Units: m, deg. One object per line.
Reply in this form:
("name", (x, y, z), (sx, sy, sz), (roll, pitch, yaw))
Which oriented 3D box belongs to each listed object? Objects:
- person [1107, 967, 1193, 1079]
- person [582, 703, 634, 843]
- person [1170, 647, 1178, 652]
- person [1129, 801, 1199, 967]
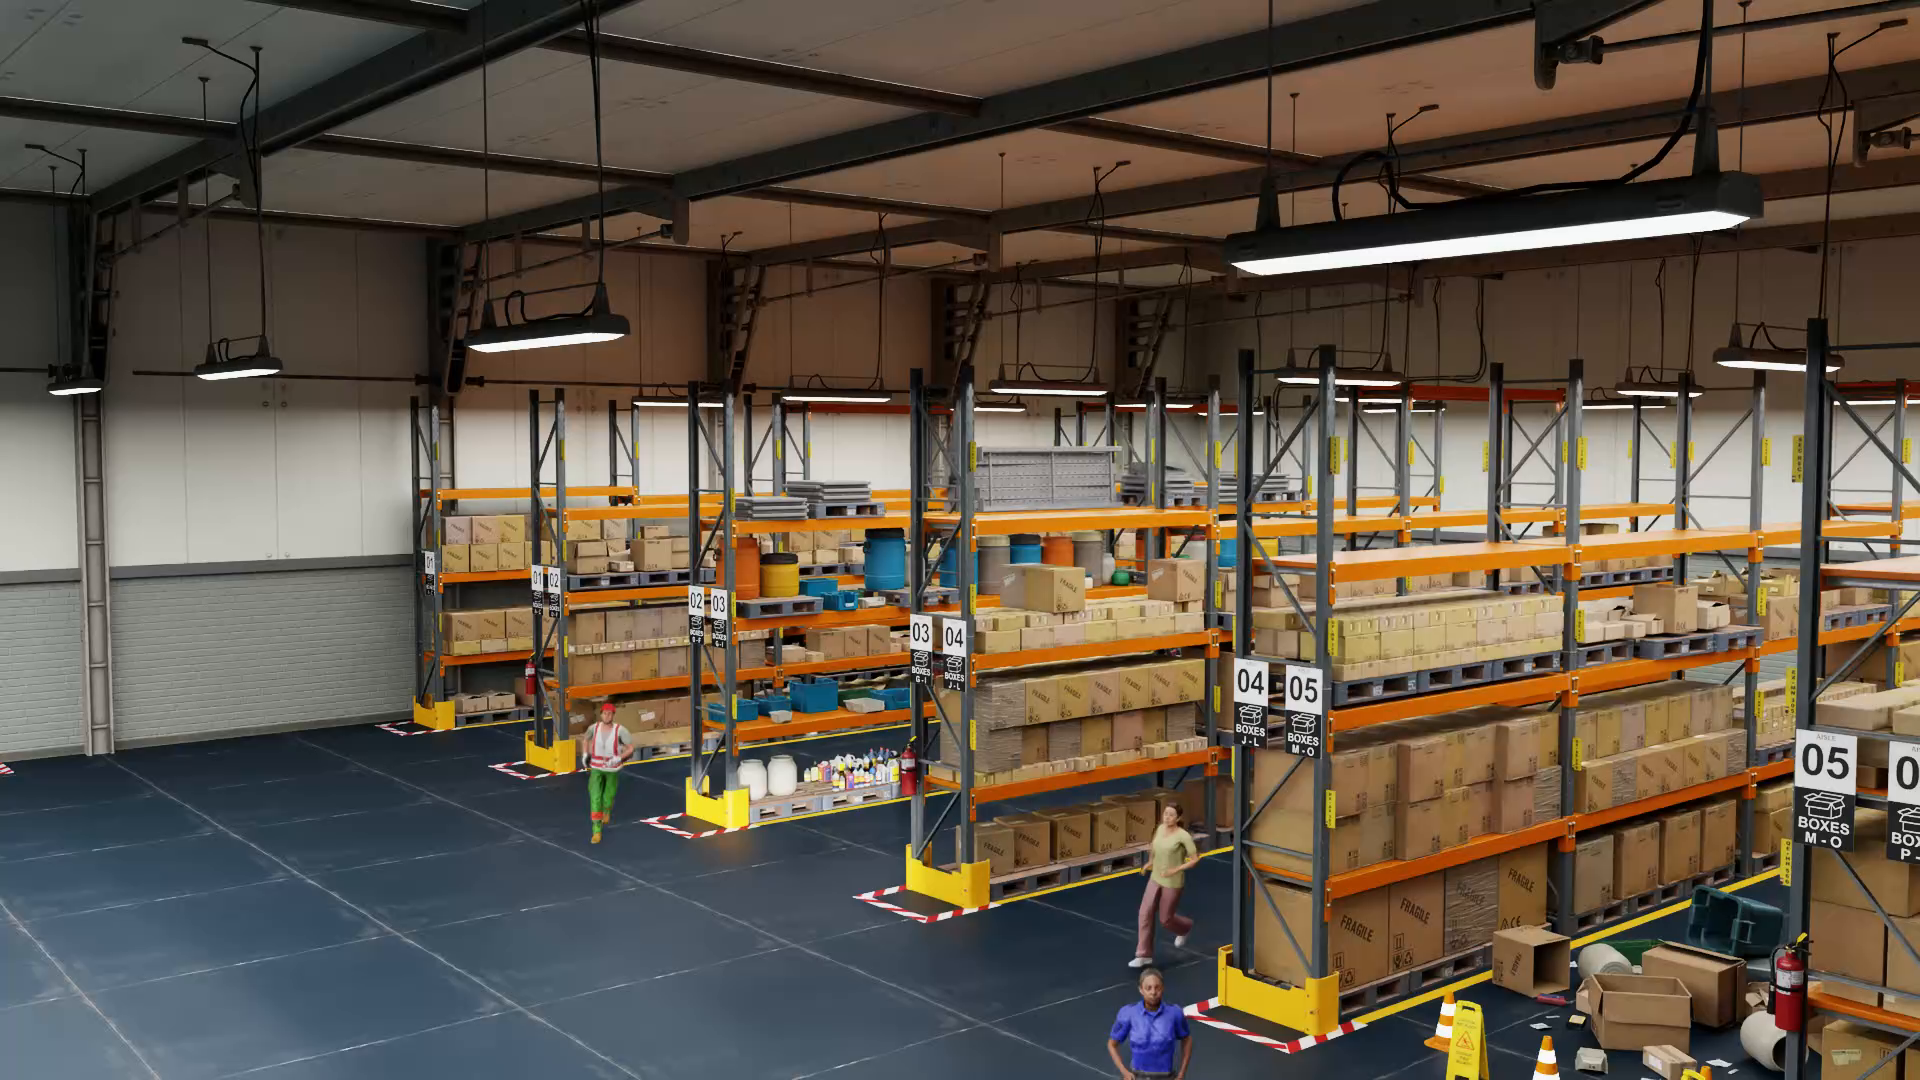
("person", (1.286, 3.699, 11.234), (0.582, 1.605, 0.552), (0, 3, 4))
("person", (-4.629, 3.012, 21.826), (0.682, 1.781, 0.907), (0, 3, -3))
("person", (4.473, 2.362, 32.709), (0.672, 1.746, 0.657), (3, 5, 45))
("person", (2.081, 3.373, 16.380), (0.858, 1.639, 0.618), (-3, 5, -44))
